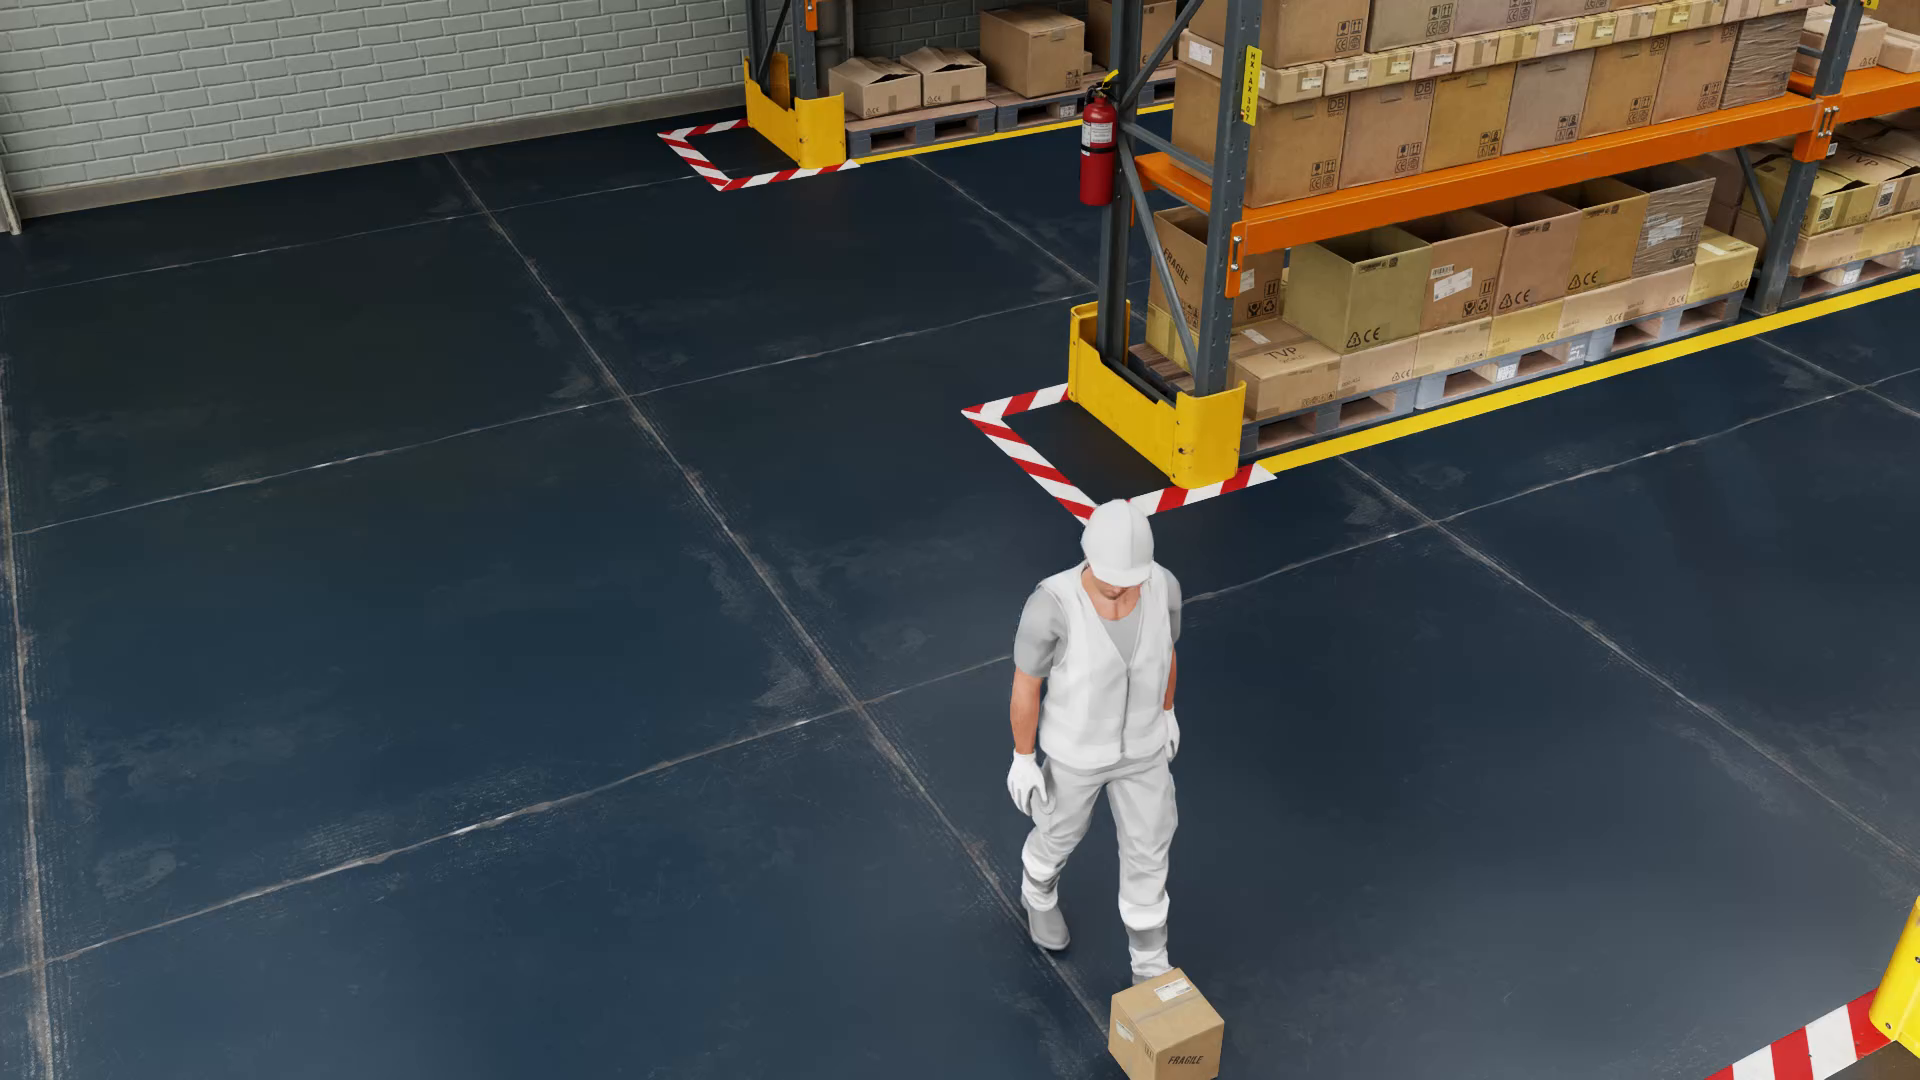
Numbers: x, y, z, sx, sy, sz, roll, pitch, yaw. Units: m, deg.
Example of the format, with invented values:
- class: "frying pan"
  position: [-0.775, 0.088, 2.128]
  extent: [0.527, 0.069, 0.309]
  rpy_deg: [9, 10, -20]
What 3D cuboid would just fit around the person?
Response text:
- class: "person"
  position: [0.457, 0.675, 5.058]
  extent: [0.607, 1.773, 0.748]
  rpy_deg: [-12, 35, -17]
